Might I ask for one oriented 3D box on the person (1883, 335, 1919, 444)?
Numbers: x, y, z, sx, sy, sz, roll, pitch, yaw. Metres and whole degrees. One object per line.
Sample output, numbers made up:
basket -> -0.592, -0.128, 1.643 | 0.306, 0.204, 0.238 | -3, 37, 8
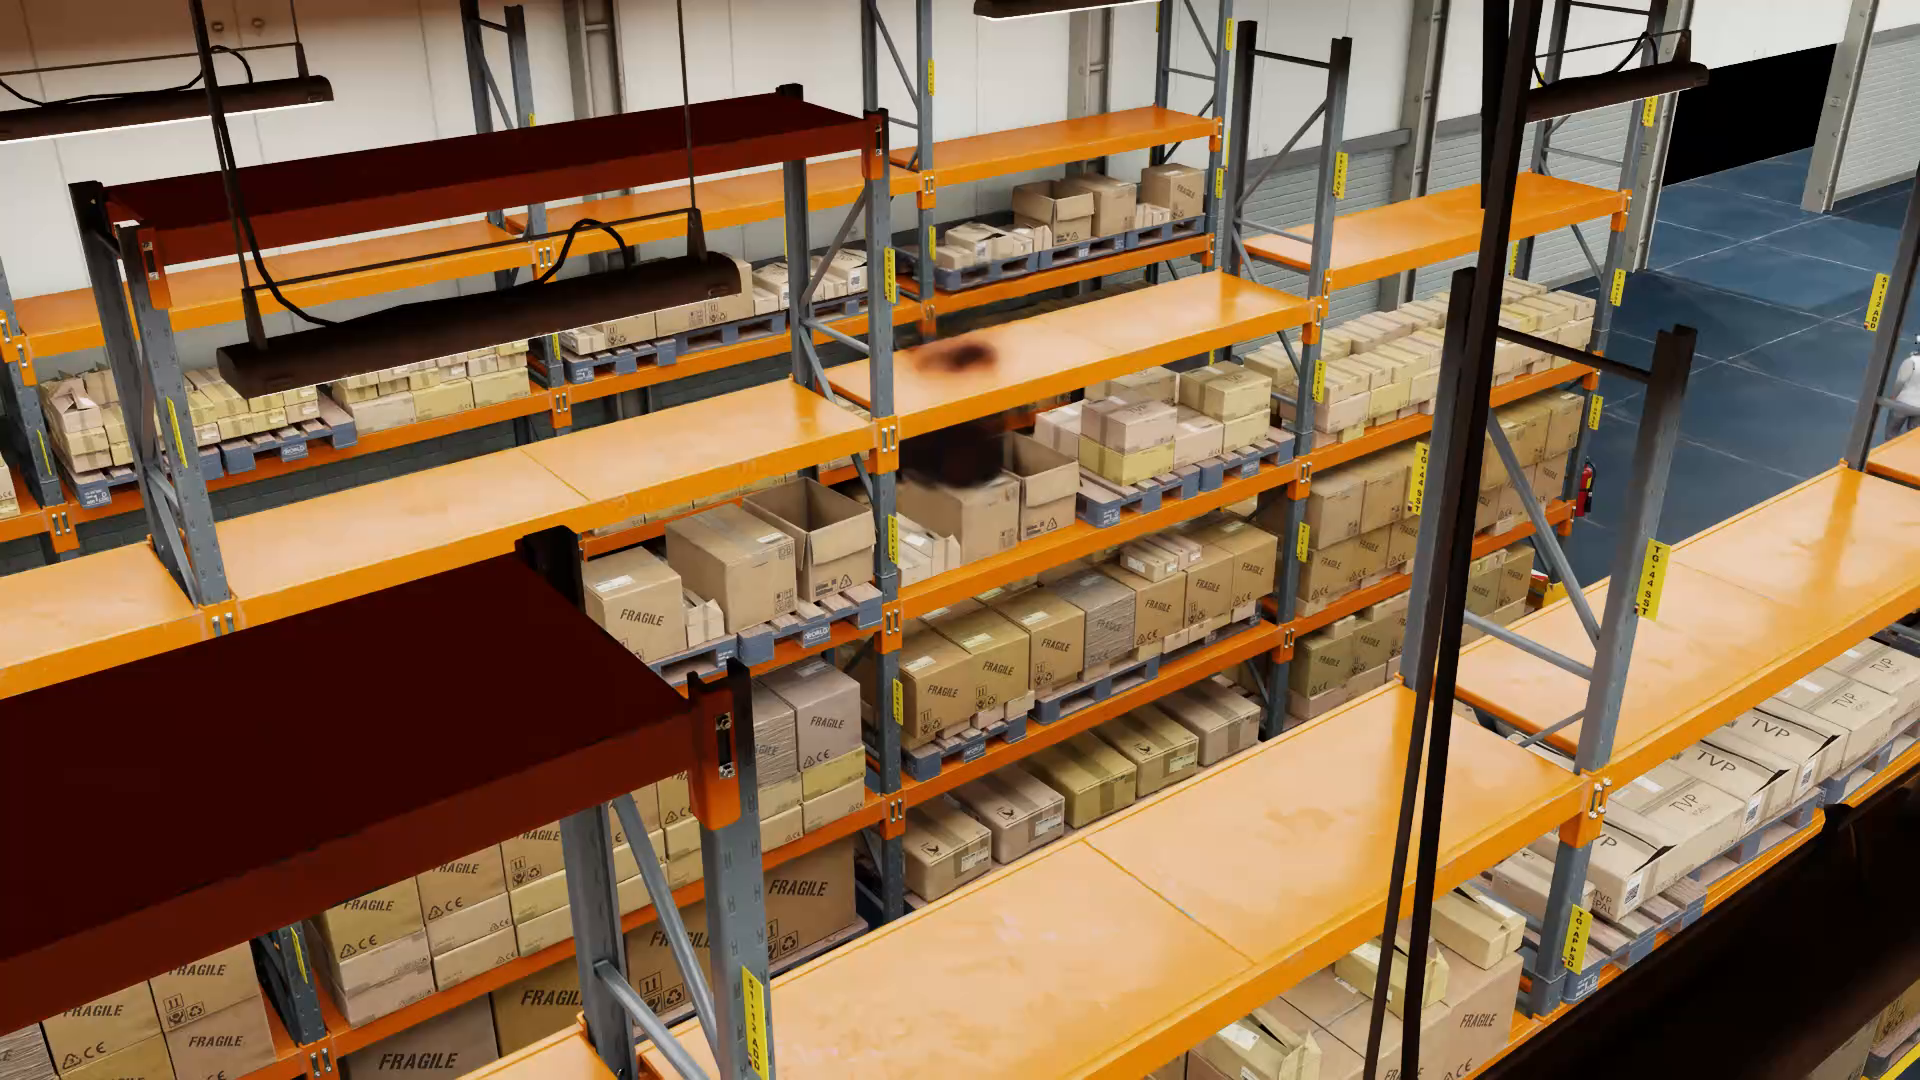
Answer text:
person -> 11.020, -1.557, 19.225 | 0.676, 1.766, 0.931 | 3, 26, 6
